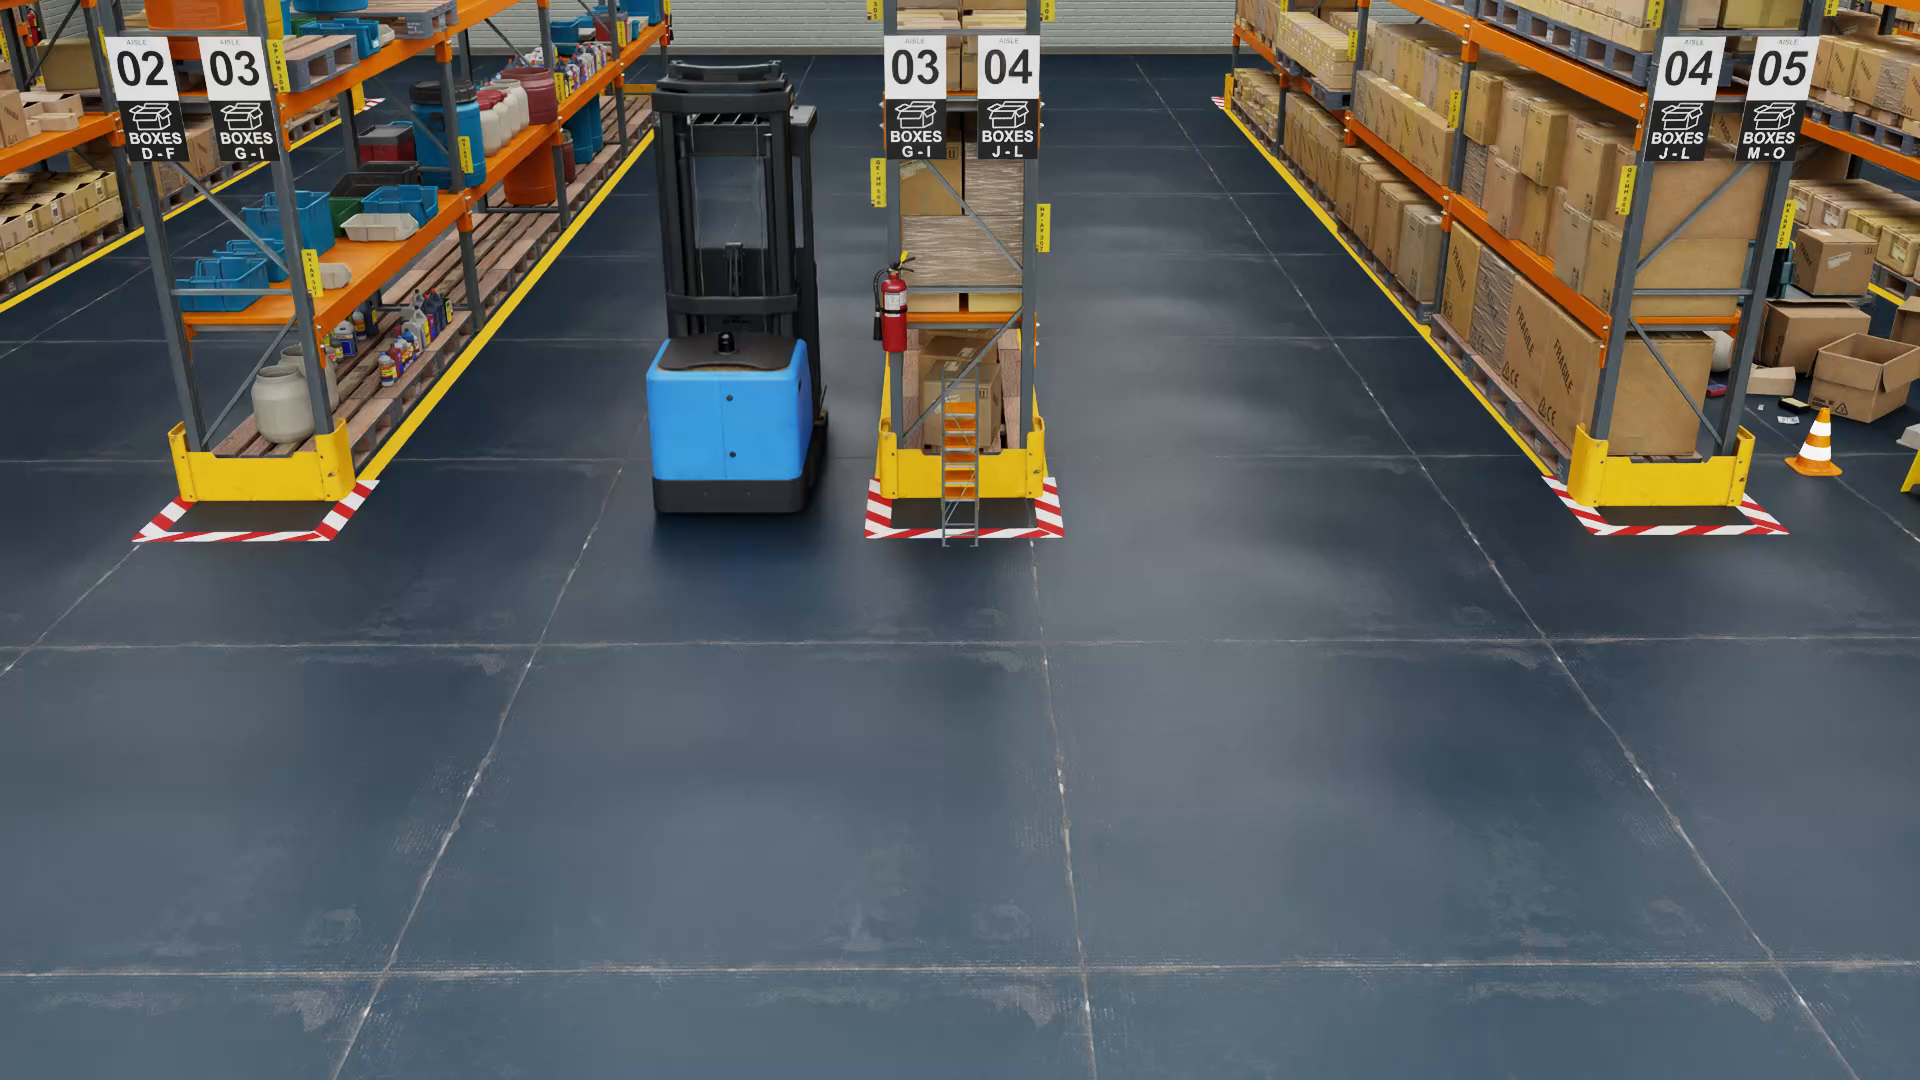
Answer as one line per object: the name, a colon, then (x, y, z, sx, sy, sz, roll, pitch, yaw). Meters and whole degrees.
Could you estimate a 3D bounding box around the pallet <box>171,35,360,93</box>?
pallet: (-4.852, -3.304, 11.505, 1.003, 0.211, 1.213, 0, 24, -1)

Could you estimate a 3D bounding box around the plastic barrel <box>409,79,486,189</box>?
plastic barrel: (-4.686, -3.720, 15.226, 0.600, 0.901, 0.708, 0, 24, -1)

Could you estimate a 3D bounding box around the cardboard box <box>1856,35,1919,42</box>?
cardboard box: (10.117, -5.232, 18.187, 0.500, 0.500, 0.500, -1, 24, -2)

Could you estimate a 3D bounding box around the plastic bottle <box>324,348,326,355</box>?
plastic bottle: (-5.268, -1.505, 13.699, 0.061, 0.283, 0.133, 0, 24, -1)

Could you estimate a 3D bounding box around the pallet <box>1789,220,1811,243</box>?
pallet: (9.841, -3.453, 18.629, 1.003, 0.211, 1.213, 0, 24, -1)

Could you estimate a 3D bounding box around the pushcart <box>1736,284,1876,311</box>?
pushcart: (7.598, -2.172, 15.594, 1.648, 0.377, 0.936, -9, 26, -19)

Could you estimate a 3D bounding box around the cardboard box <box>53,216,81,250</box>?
cardboard box: (-9.720, -3.261, 17.648, 0.500, 0.250, 0.500, 0, 24, 1)

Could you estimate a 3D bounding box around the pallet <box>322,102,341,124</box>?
pallet: (-10.058, -6.624, 25.641, 1.003, 0.211, 1.213, 0, 24, -1)

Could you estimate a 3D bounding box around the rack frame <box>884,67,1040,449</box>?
rack frame: (0.012, -1.705, 11.379, 1.000, 3.000, 0.127, 0, 24, -1)

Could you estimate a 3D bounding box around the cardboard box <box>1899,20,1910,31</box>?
cardboard box: (14.468, -7.798, 25.156, 0.380, 0.149, 0.250, 0, 24, 1)

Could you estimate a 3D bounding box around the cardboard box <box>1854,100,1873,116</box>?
cardboard box: (9.641, -4.546, 17.456, 0.380, 0.149, 0.250, 1, 24, 3)

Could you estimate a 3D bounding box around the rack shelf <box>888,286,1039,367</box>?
rack shelf: (-0.010, -2.201, 13.350, 1.077, 0.370, 4.000, 0, 24, -1)

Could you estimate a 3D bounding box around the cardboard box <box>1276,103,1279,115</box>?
cardboard box: (4.578, -5.939, 22.969, 0.380, 0.149, 0.250, 0, 24, 1)

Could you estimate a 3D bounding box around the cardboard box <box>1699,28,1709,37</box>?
cardboard box: (5.284, -3.525, 11.439, 0.380, 0.149, 0.250, 0, 24, 0)

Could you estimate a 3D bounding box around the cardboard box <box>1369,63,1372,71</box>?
cardboard box: (5.072, -5.577, 19.736, 0.380, 0.149, 0.250, 1, 24, 2)

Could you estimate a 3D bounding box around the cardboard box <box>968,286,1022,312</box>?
cardboard box: (0.247, -1.709, 11.693, 0.380, 0.149, 0.250, 0, 24, -1)

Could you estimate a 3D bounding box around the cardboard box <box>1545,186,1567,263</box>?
cardboard box: (5.015, -2.364, 12.655, 0.875, 0.550, 0.550, 0, 24, -1)

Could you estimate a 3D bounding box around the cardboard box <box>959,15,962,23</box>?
cardboard box: (0.241, -3.834, 12.629, 0.500, 0.250, 0.500, 0, 24, 1)

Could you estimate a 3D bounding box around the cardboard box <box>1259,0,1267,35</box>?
cardboard box: (4.545, -7.428, 23.552, 0.500, 0.500, 0.500, 0, 24, -1)

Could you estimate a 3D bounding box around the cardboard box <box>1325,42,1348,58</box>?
cardboard box: (4.421, -5.633, 19.139, 0.380, 0.149, 0.250, -1, 24, -1)

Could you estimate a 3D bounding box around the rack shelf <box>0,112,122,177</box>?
rack shelf: (-9.959, -3.806, 16.899, 1.077, 0.370, 4.000, 0, 24, -1)

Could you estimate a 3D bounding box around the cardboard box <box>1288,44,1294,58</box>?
cardboard box: (4.396, -6.222, 21.162, 0.380, 0.149, 0.250, 0, 24, 0)

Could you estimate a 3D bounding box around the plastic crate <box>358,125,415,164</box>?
plastic crate: (-5.296, -3.558, 15.399, 0.402, 0.464, 0.583, 0, 24, -1)

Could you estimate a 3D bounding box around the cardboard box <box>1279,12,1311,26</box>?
cardboard box: (4.386, -6.814, 21.749, 0.380, 0.149, 0.250, 1, 24, 2)

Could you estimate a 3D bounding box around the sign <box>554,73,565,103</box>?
sign: (-4.478, -5.059, 18.597, 0.100, 0.325, 0.005, 0, 24, -1)

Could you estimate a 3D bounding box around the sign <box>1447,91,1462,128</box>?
sign: (4.387, -3.819, 14.744, 0.100, 0.325, 0.005, 0, 24, -1)

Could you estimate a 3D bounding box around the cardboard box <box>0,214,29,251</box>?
cardboard box: (-9.700, -3.095, 16.600, 0.500, 0.311, 0.500, -1, 24, -2)

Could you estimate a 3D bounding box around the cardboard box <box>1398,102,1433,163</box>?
cardboard box: (4.645, -4.009, 16.354, 0.500, 0.500, 0.500, 0, 24, 0)

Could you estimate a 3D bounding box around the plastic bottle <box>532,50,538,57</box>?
plastic bottle: (-5.470, -6.177, 21.425, 0.097, 0.271, 0.097, 0, 24, 0)

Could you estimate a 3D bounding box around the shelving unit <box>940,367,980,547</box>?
shelving unit: (0.000, -0.541, 10.989, 0.258, 1.200, 0.189, 0, 24, -1)

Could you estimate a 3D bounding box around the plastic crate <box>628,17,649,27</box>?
plastic crate: (-4.925, -7.847, 25.208, 0.396, 0.136, 0.243, 0, 24, -1)

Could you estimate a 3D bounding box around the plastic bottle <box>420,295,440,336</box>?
plastic bottle: (-4.687, -1.981, 14.671, 0.144, 0.351, 0.185, -1, 24, -3)

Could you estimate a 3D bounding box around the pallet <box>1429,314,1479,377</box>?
pallet: (4.859, -1.749, 14.862, 1.003, 0.211, 1.213, 0, 24, -1)

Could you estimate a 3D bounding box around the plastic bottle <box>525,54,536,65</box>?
plastic bottle: (-5.437, -5.997, 21.019, 0.152, 0.276, 0.135, 0, 24, -1)

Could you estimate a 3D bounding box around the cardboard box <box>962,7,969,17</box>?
cardboard box: (0.211, -3.938, 12.375, 0.380, 0.149, 0.250, -1, 24, -1)

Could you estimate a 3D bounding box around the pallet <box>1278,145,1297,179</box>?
pallet: (4.852, -5.039, 22.135, 1.003, 0.211, 1.213, 0, 24, -1)

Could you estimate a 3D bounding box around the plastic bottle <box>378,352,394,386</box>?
plastic bottle: (-4.649, -1.388, 13.456, 0.097, 0.271, 0.097, 0, 24, 0)

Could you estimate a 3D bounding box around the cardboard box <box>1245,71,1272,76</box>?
cardboard box: (4.588, -7.111, 25.561, 0.380, 0.149, 0.250, 0, 24, 0)

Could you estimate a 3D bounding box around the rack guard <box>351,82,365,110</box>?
rack guard: (-10.067, -7.084, 26.307, 1.175, 0.500, 0.348, 0, 24, -1)

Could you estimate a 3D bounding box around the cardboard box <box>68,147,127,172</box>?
cardboard box: (-10.226, -4.404, 19.847, 0.500, 0.500, 0.500, 1, 24, 2)

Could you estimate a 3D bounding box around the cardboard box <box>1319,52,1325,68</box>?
cardboard box: (4.415, -5.614, 19.457, 0.380, 0.149, 0.250, 0, 24, 1)

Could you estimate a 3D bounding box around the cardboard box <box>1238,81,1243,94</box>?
cardboard box: (4.494, -6.976, 25.624, 0.380, 0.149, 0.250, 0, 24, -1)

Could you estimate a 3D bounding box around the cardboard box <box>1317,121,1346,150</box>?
cardboard box: (4.599, -4.865, 19.980, 0.500, 0.250, 0.500, 0, 24, 0)

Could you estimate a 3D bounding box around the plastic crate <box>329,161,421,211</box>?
plastic crate: (-5.106, -3.086, 14.509, 0.767, 0.338, 0.504, 0, 24, -1)

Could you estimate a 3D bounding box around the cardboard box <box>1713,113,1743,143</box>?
cardboard box: (9.904, -4.922, 20.561, 0.875, 0.875, 0.875, 0, 24, 0)

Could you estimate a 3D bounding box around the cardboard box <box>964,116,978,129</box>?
cardboard box: (0.280, -2.775, 12.051, 0.500, 0.500, 0.500, 0, 24, -1)

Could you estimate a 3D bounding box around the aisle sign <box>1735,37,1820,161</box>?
aisle sign: (5.274, -2.842, 10.739, 0.394, 0.787, 0.004, 0, 24, -1)

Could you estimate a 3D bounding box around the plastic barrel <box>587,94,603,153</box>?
plastic barrel: (-5.083, -5.638, 22.113, 0.600, 0.901, 0.708, 0, 24, -1)

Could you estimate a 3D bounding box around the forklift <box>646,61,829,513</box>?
forklift: (-1.600, -2.082, 12.298, 1.130, 2.935, 3.031, 0, 24, 0)

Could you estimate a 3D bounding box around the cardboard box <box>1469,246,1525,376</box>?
cardboard box: (4.880, -1.926, 13.937, 0.875, 0.875, 0.875, 0, 24, 0)

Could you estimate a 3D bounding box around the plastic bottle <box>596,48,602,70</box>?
plastic bottle: (-4.740, -6.259, 21.600, 0.152, 0.276, 0.135, 0, 24, -1)

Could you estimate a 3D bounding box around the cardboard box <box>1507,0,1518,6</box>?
cardboard box: (4.602, -4.358, 13.281, 0.380, 0.149, 0.250, -1, 24, -1)

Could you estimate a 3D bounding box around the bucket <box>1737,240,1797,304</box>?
bucket: (7.236, -2.489, 15.241, 0.726, 0.611, 0.620, 8, 16, 18)

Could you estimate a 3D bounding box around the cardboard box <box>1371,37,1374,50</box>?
cardboard box: (5.068, -5.842, 19.600, 0.380, 0.149, 0.250, -1, 24, -3)

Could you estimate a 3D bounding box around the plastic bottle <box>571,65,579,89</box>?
plastic bottle: (-4.696, -5.624, 20.201, 0.097, 0.271, 0.097, 0, 24, 0)

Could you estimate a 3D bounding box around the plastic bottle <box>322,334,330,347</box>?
plastic bottle: (-5.382, -1.660, 13.961, 0.144, 0.351, 0.185, 1, 24, 2)
